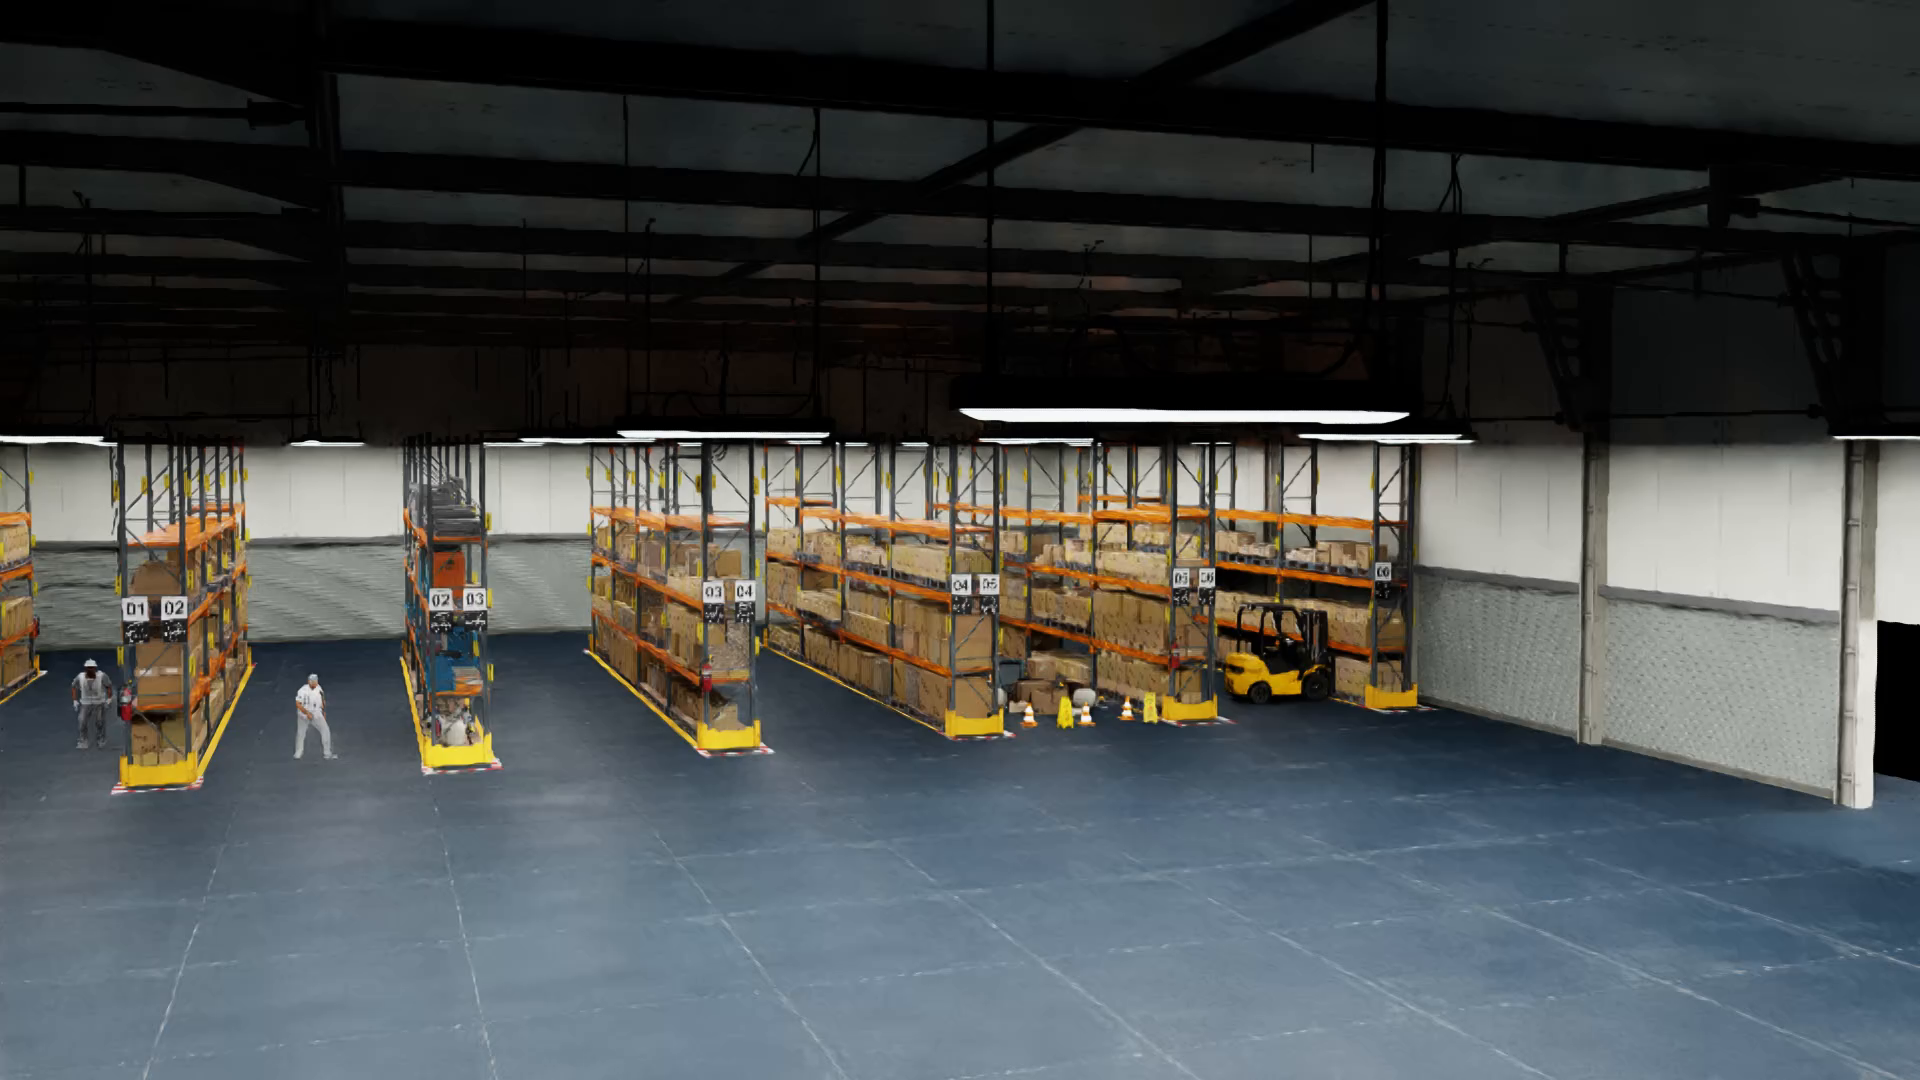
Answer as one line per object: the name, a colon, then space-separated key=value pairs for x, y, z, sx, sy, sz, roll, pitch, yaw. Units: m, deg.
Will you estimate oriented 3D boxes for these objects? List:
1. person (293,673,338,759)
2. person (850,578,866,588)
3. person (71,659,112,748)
person: x=-11.882 y=3.226 z=30.515 sx=0.662 sy=1.604 sz=0.782 roll=-3 pitch=4 yaw=-40
person: x=-3.284 y=1.853 z=54.003 sx=0.621 sy=1.766 sz=0.615 roll=1 pitch=3 yaw=15
person: x=-16.493 y=3.112 z=31.590 sx=0.702 sy=1.734 sz=0.549 roll=-1 pitch=3 yaw=-21
